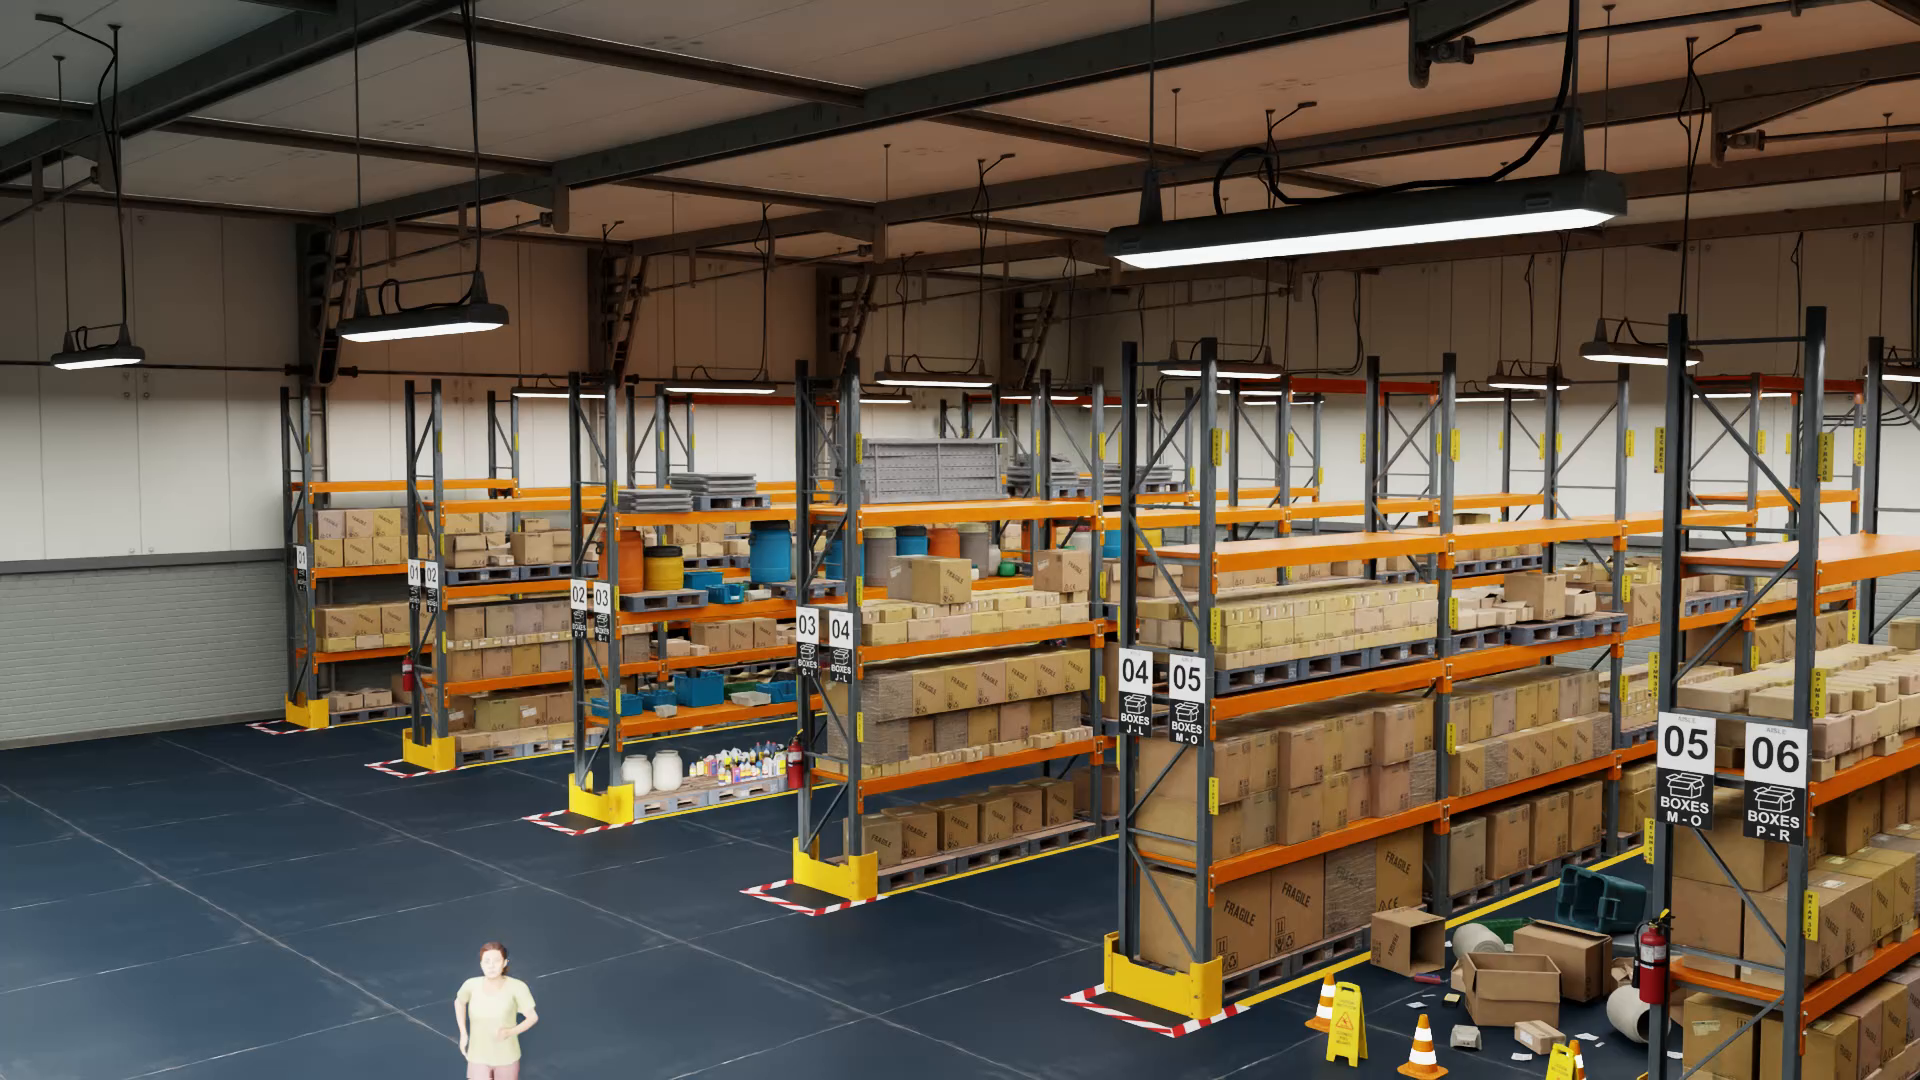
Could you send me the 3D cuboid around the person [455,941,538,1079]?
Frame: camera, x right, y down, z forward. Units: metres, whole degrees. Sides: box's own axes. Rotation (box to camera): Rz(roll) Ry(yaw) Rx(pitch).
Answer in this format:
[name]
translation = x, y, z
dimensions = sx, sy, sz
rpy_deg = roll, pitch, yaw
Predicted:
[person]
translation = -3.188, 3.600, 11.414
dimensions = 0.581, 1.714, 0.702
rpy_deg = -1, 4, -8
